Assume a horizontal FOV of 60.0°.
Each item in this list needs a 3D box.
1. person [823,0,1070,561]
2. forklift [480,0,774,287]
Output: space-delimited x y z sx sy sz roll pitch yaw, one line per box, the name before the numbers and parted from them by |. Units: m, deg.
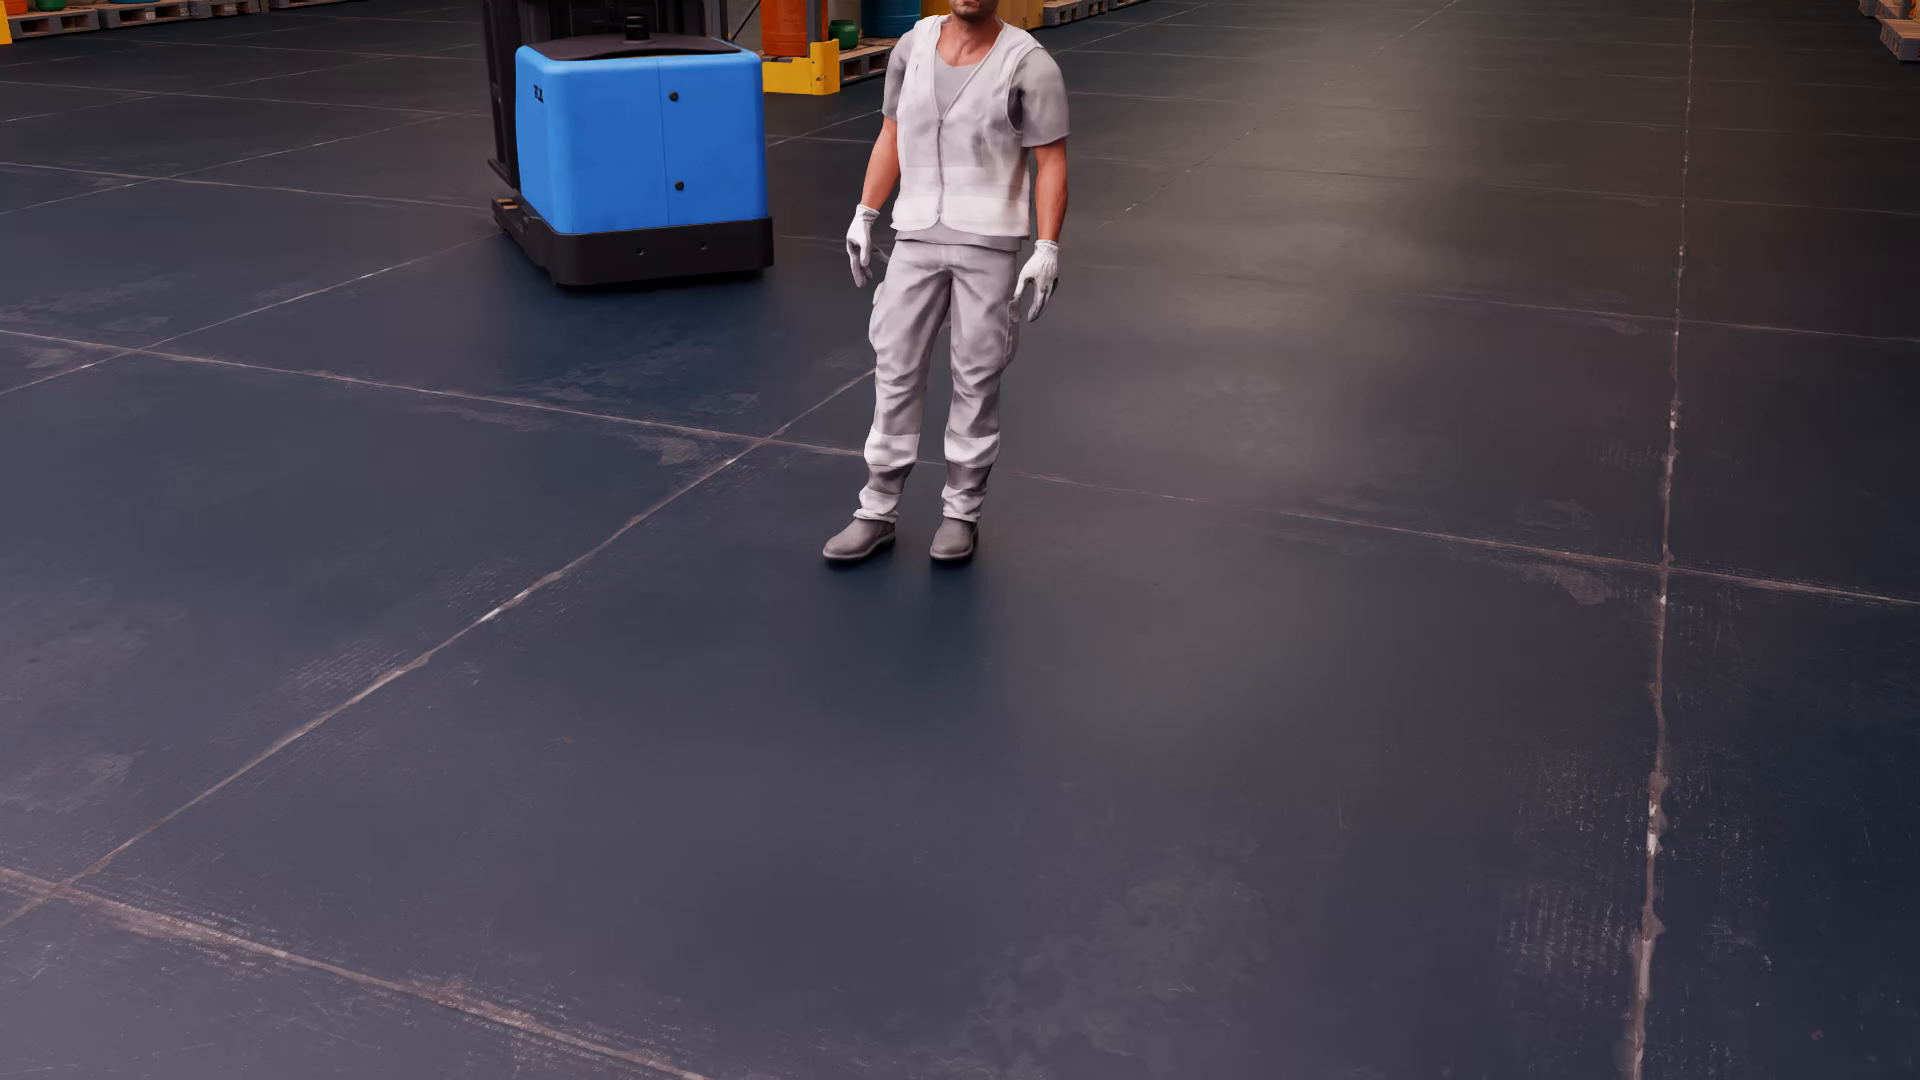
person | -0.042 -0.806 4.681 0.637 1.787 0.564 9 24 21
forklift | -1.952 -3.071 8.638 1.130 2.935 3.031 -9 24 -21
